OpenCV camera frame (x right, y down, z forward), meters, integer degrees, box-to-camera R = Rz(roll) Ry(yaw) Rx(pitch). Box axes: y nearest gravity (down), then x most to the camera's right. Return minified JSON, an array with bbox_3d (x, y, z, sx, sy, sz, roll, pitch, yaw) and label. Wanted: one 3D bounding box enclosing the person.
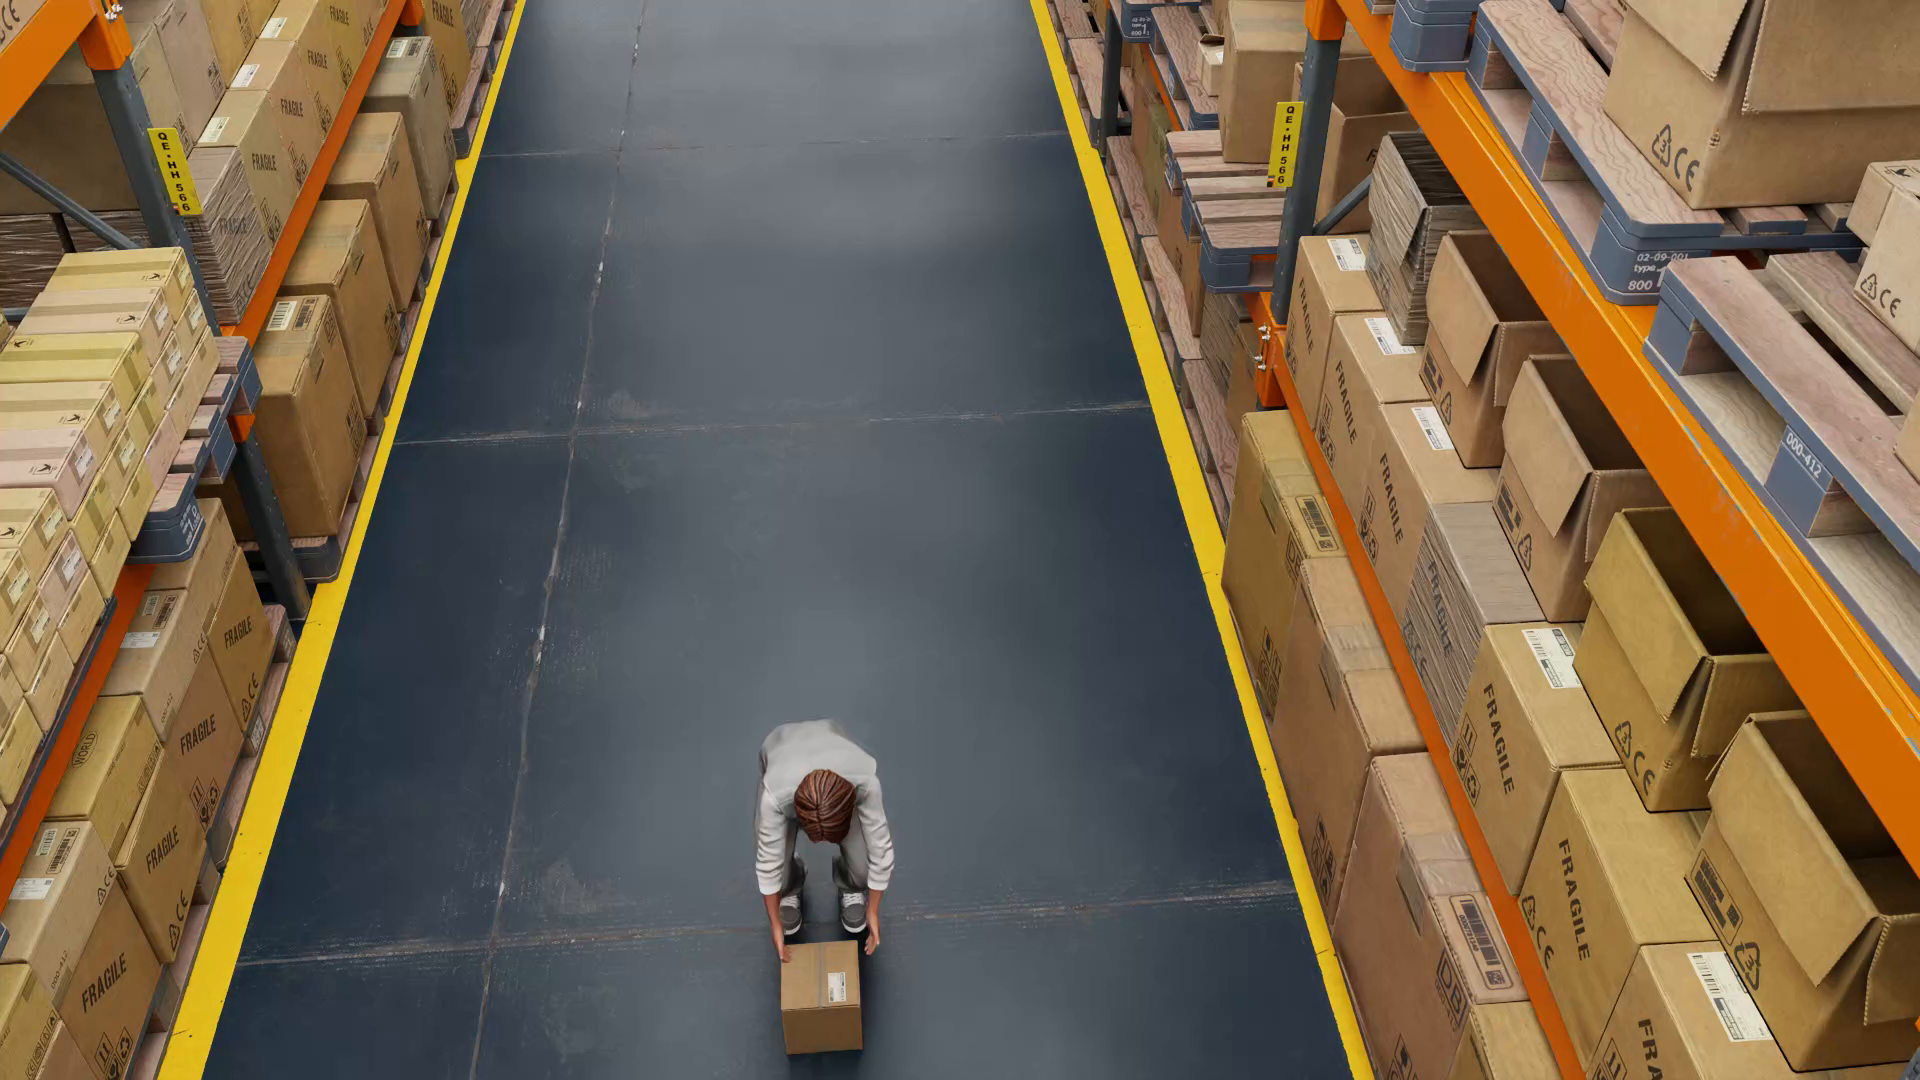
[{"bbox_3d":[-0.454,0.946,5.475,0.456,1.022,0.769,-3,40,-4],"label":"person"}]
